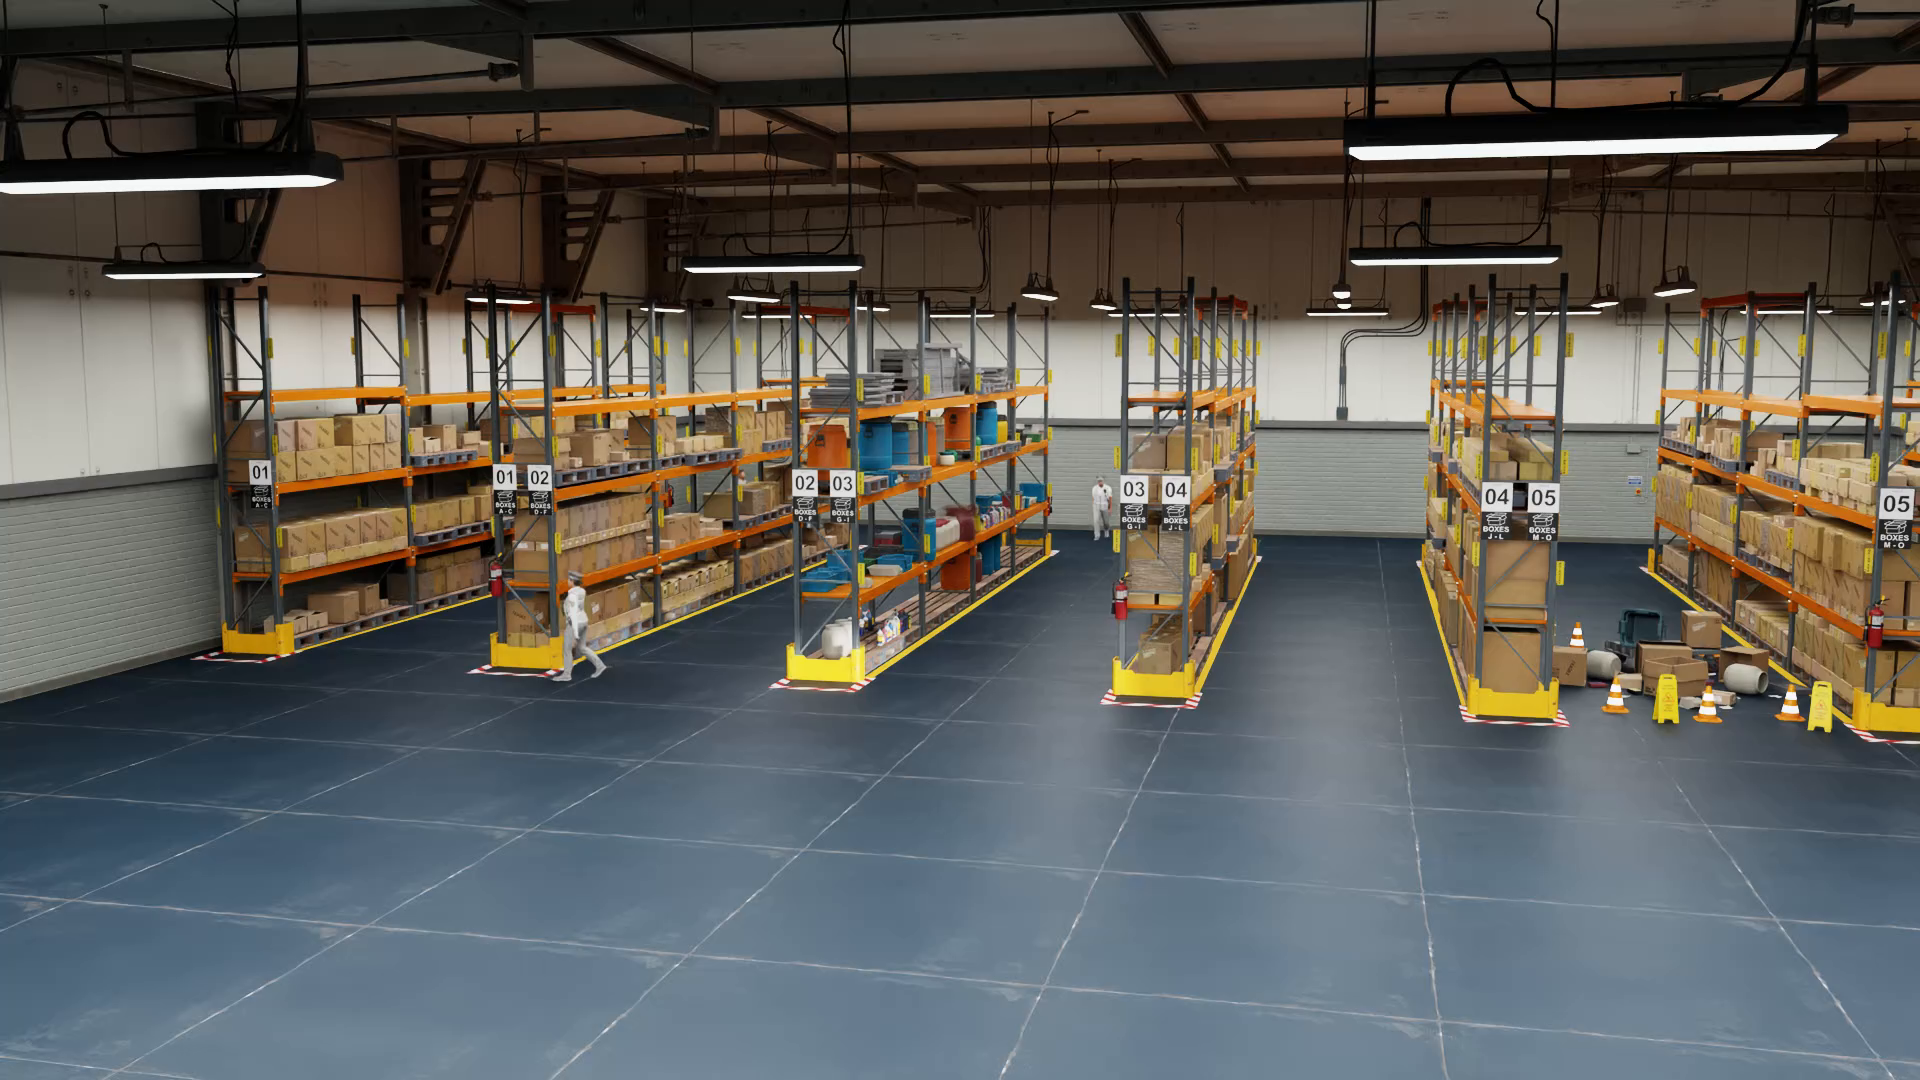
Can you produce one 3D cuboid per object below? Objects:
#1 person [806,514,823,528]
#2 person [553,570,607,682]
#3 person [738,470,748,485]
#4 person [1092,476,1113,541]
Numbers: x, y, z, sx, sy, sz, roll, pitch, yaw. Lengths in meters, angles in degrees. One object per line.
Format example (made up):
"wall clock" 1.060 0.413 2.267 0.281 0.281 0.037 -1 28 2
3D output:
"person" -3.955 -0.932 44.781 0.457 1.522 1.024 2 7 13
"person" -5.771 1.290 25.102 0.724 1.667 0.464 1 7 11
"person" -6.112 -1.170 46.657 1.051 1.621 0.433 3 7 23
"person" 3.728 -0.854 43.493 0.541 1.704 0.971 1 7 10
